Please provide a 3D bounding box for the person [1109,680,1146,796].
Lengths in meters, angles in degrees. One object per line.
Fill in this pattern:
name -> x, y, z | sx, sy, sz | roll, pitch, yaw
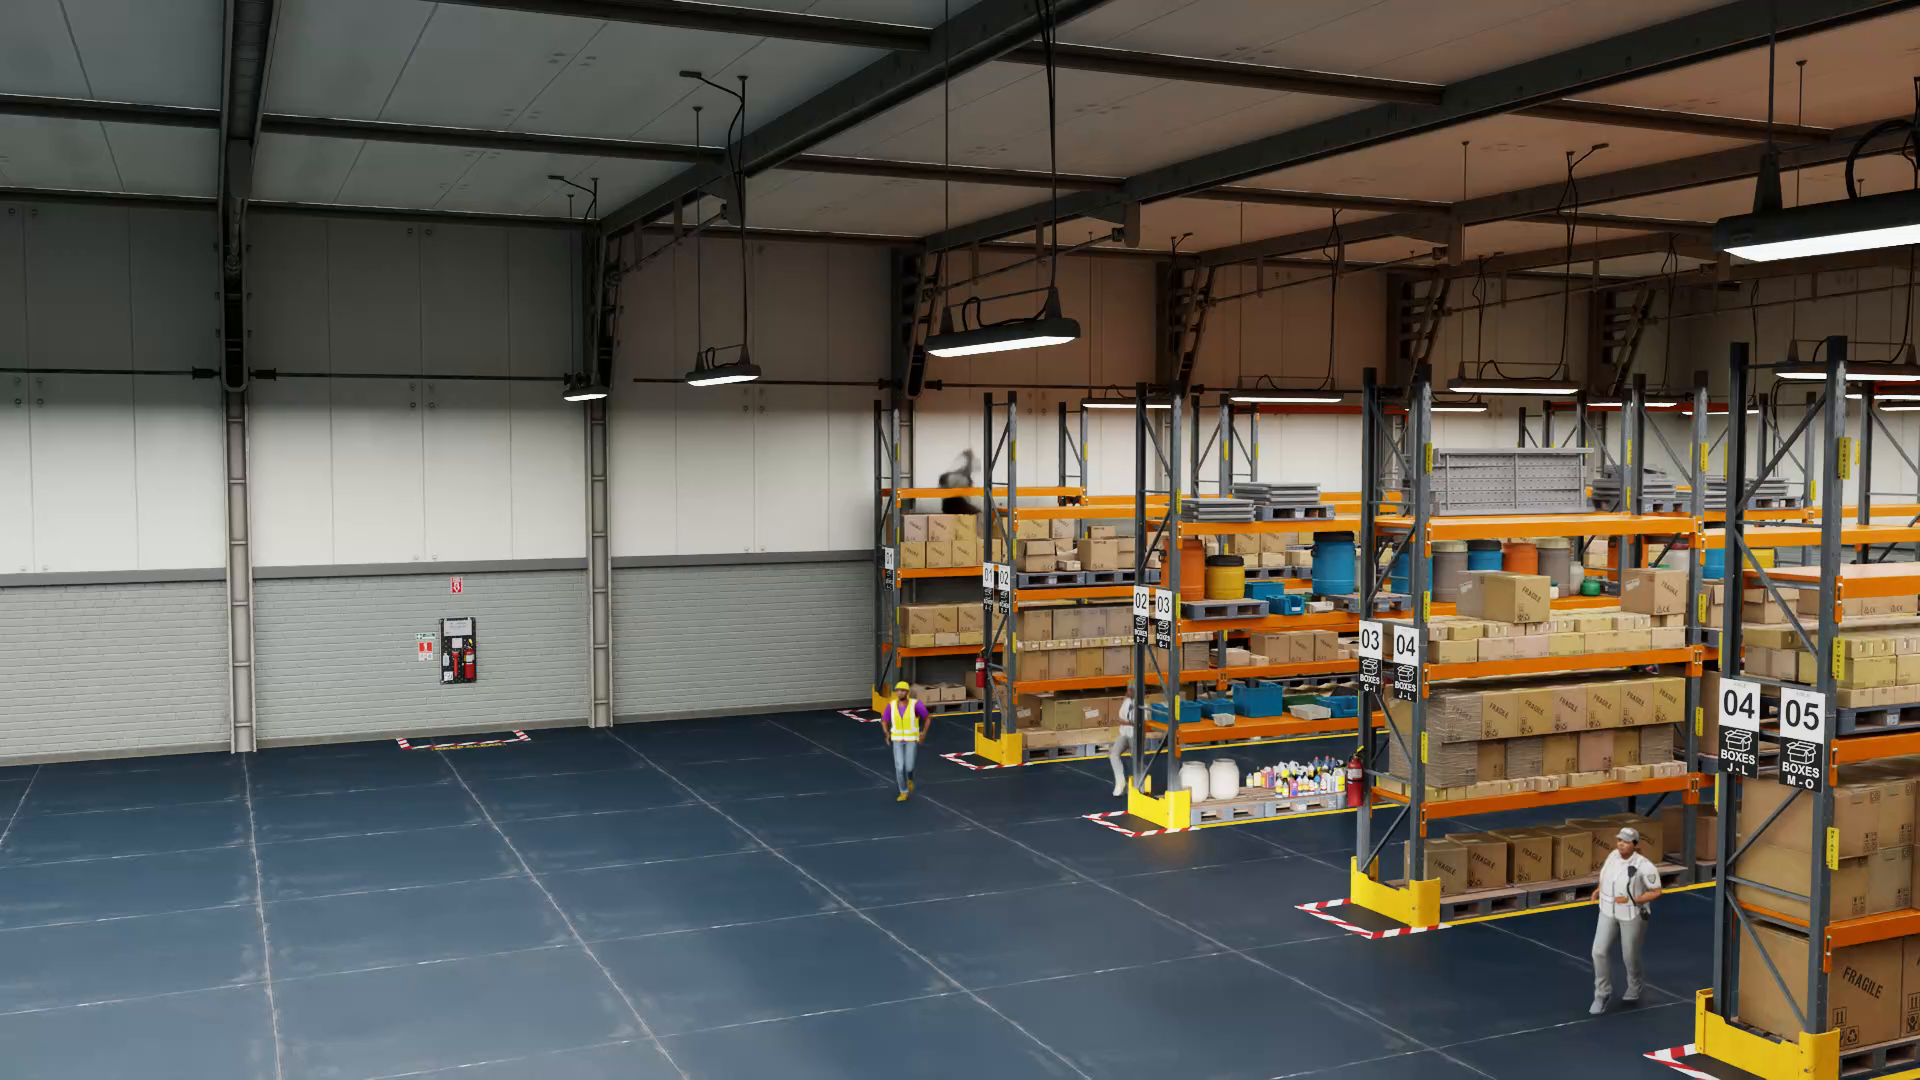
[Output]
person -> 2.543, 2.911, 24.461 | 0.685, 1.732, 0.566 | -3, 4, -42

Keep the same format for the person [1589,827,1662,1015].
person -> 6.082, 3.470, 15.135 | 0.706, 1.741, 0.636 | -3, 4, -40

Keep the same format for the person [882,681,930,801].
person -> -0.802, 2.905, 24.077 | 0.702, 1.727, 0.536 | 0, 3, 8
